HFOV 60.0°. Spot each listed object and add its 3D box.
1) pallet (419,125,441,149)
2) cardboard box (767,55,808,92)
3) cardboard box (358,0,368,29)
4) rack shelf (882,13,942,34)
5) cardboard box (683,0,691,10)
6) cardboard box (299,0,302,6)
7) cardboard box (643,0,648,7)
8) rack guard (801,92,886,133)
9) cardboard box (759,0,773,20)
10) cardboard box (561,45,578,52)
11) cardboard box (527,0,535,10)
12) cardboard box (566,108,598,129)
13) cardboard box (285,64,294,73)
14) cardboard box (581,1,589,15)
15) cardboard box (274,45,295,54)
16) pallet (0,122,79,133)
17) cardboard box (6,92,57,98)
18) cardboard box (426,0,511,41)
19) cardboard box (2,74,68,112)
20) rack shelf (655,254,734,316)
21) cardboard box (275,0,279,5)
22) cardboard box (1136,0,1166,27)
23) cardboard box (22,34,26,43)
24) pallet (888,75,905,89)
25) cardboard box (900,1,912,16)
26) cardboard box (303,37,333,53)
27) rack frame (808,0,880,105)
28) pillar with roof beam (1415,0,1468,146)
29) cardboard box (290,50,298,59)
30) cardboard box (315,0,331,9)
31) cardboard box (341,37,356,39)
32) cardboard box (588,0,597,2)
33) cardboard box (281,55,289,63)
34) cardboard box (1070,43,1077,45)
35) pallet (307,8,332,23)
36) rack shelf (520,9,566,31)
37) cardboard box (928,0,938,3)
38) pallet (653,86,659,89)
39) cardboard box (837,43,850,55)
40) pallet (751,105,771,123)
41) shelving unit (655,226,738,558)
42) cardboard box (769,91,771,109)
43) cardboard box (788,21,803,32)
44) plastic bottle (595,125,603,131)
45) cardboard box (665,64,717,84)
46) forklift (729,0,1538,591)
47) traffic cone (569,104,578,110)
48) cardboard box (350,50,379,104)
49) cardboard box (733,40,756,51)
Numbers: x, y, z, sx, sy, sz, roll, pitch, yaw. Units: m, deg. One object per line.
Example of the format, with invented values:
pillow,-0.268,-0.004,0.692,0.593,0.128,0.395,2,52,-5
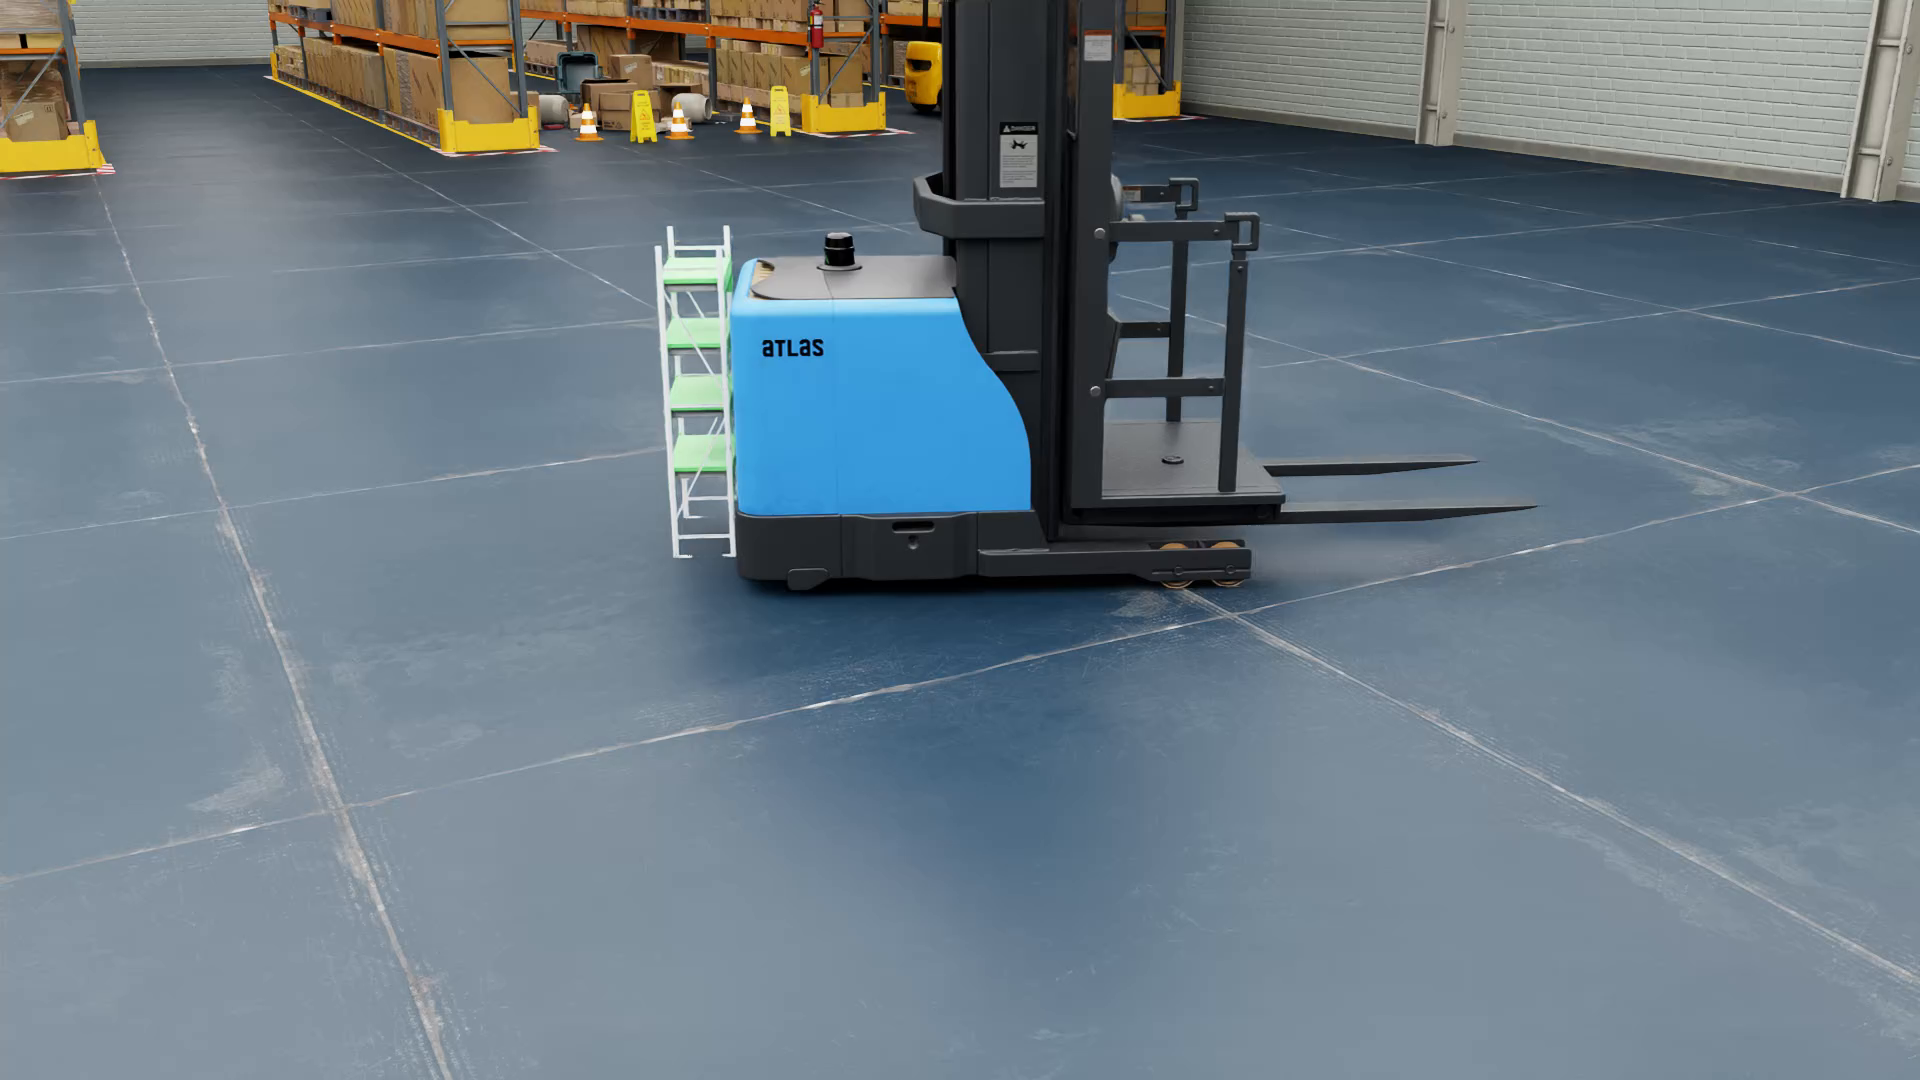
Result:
pallet,-6.335,-5.223,21.444,1.003,0.211,1.213,-10,21,-27
cardboard box,-2.439,-6.712,23.905,0.500,0.500,0.500,-9,21,-25
cardboard box,-8.509,-7.773,24.405,0.500,0.500,0.500,-10,22,-27
rack shelf,-0.061,-9.272,30.005,1.077,0.370,4.000,-10,21,-27
cardboard box,-4.229,-8.599,26.695,0.380,0.149,0.250,-10,22,-28
cardboard box,-11.178,-9.290,28.697,0.380,0.149,0.250,-10,22,-28
cardboard box,-5.192,-9.202,28.441,0.380,0.149,0.250,-12,22,-30
rack guard,-1.614,-5.960,23.136,1.175,0.500,0.348,-10,21,-27
cardboard box,-2.547,-7.709,23.765,0.500,0.500,0.500,-10,21,-27
cardboard box,-7.480,-9.749,33.568,0.875,0.438,0.875,-10,22,-27
cardboard box,-8.710,-11.288,34.592,0.500,0.500,0.500,-10,21,-27
cardboard box,-5.349,-5.971,23.530,0.396,0.266,0.258,-6,20,-17
cardboard box,-12.925,-9.201,32.425,0.380,0.149,0.250,-11,22,-29
cardboard box,-6.823,-10.028,31.325,0.500,0.250,0.500,-10,21,-27
cardboard box,-13.535,-9.846,33.381,0.380,0.149,0.250,-11,22,-29
pallet,-11.849,-5.227,21.457,1.003,0.211,1.213,-10,21,-27
cardboard box,-11.176,-5.132,20.094,0.500,0.500,0.500,-8,21,-22
cardboard box,-6.103,-6.494,20.623,0.875,0.550,0.550,-10,21,-27
cardboard box,-12.948,-6.239,23.272,0.700,0.500,0.500,-12,22,-31
rack shelf,-1.006,-0.975,6.340,0.258,0.148,0.480,-1,19,-4
cardboard box,-13.016,-10.641,32.261,0.500,0.500,0.500,-10,21,-26
cardboard box,2.798,-8.122,25.417,0.500,0.500,0.500,-9,21,-25
cardboard box,-11.088,-6.081,20.042,0.380,0.149,0.250,-10,21,-27
pallet,-0.654,-8.625,31.304,1.003,0.211,1.213,-10,21,-27
cardboard box,-0.780,-9.805,30.677,0.500,0.250,0.500,-10,22,-28
cardboard box,-11.466,-8.887,29.826,0.500,0.250,0.500,-11,22,-29
rack frame,-1.578,-7.120,22.665,1.000,3.000,0.127,-10,21,-27
pillar with roof beam,2.311,-8.676,17.978,9.100,9.000,0.400,-10,21,-27
cardboard box,-12.528,-9.250,31.654,0.380,0.149,0.250,-11,22,-29
cardboard box,-10.324,-8.770,27.191,0.380,0.149,0.250,-10,21,-26
cardboard box,-10.776,-8.816,29.620,0.500,0.250,0.500,-9,21,-24
cardboard box,-6.585,-10.121,30.826,0.500,0.250,0.500,-11,22,-28
cardboard box,-13.161,-9.484,32.788,0.380,0.149,0.250,-9,21,-25
cardboard box,1.775,-8.007,27.277,0.500,0.250,0.500,-10,21,-26
pallet,-10.118,-8.718,27.591,1.213,0.211,1.003,-10,21,-27
rack shelf,-8.226,-10.798,34.430,1.077,0.370,4.000,-10,21,-27
cardboard box,-0.281,-9.746,29.742,0.500,0.250,0.500,-10,21,-26
pallet,-5.007,-7.873,29.125,1.003,0.211,1.213,-10,21,-27
cardboard box,-2.143,-9.732,33.425,0.500,0.500,0.500,-11,22,-29
pallet,-2.544,-6.412,24.889,1.003,0.211,1.213,-10,21,-27
shelving unit,-1.006,-0.581,6.476,0.258,1.200,0.503,-1,19,-4
cardboard box,-2.438,-6.359,24.032,0.500,0.250,0.500,-10,21,-26
cardboard box,-2.162,-7.131,23.082,0.380,0.149,0.250,-10,22,-27
plastic bottle,-5.119,-5.750,23.200,0.283,0.061,0.133,16,25,39
cardboard box,-4.405,-7.779,27.963,0.950,0.372,0.625,-9,21,-25
forklift,0.667,-1.376,6.127,3.031,2.935,1.130,-1,19,-4
traffic cone,-6.316,-7.136,26.602,0.336,0.463,0.334,-10,21,-27
cardboard box,-8.615,-7.049,25.266,1.050,0.750,0.750,-10,21,-27
cardboard box,-3.183,-7.424,24.975,0.380,0.149,0.250,-9,21,-25
